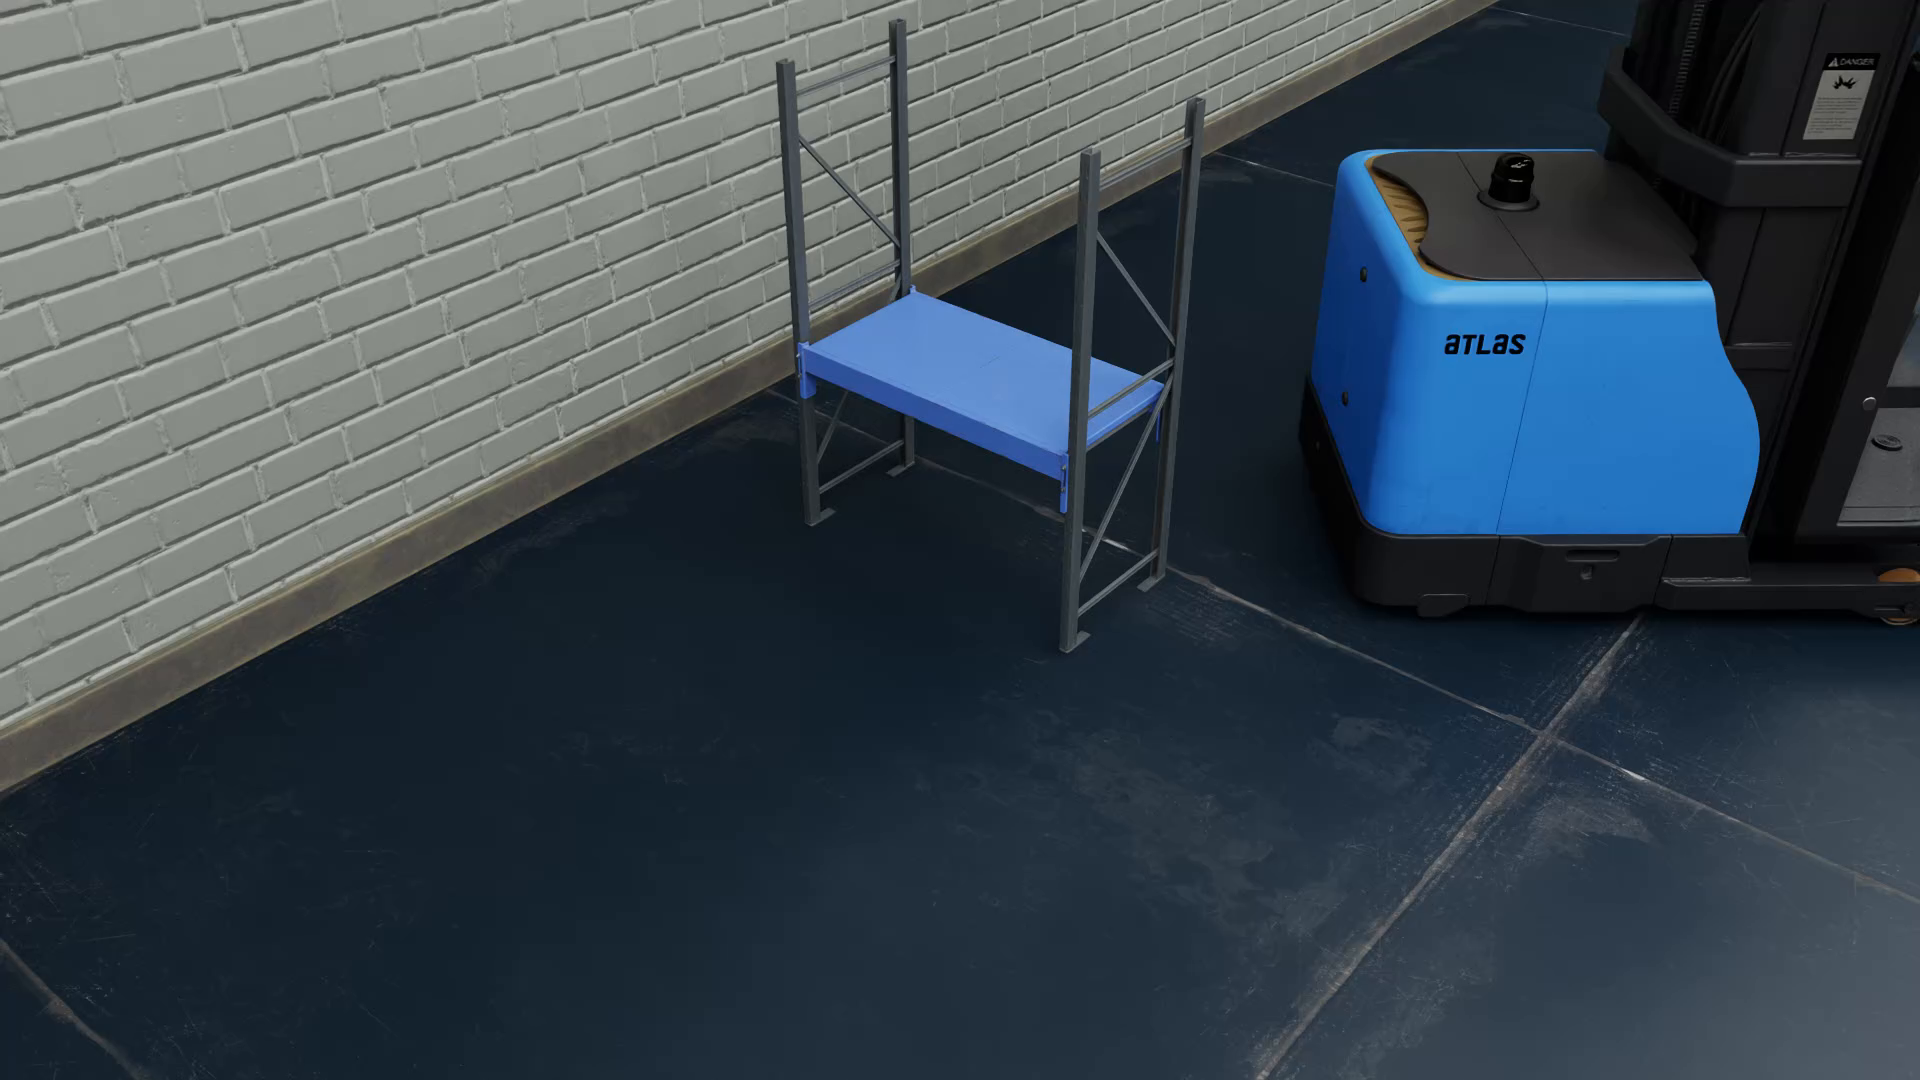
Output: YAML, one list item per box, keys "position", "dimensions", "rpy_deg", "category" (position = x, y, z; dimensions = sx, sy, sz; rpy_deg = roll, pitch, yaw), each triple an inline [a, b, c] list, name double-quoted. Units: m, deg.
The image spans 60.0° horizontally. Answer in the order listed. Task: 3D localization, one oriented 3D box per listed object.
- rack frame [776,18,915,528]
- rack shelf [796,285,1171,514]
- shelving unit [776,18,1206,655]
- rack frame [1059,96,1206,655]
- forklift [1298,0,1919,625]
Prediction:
- position: [-0.325, -0.771, 5.049]
  dimensions: [0.032, 1.500, 0.500]
  rpy_deg: [25, 42, 32]
  category: "rack frame"
- position: [0.066, -0.439, 4.882]
  dimensions: [1.000, 0.185, 0.538]
  rpy_deg: [25, 42, 32]
  category: "rack shelf"
- position: [0.066, -0.587, 4.780]
  dimensions: [1.048, 1.500, 0.538]
  rpy_deg: [25, 42, 32]
  category: "shelving unit"
- position: [0.456, -0.403, 4.512]
  dimensions: [0.032, 1.500, 0.500]
  rpy_deg: [25, 42, 32]
  category: "rack frame"
- position: [2.662, -1.260, 4.496]
  dimensions: [3.031, 2.935, 1.130]
  rpy_deg: [0, 34, 0]
  category: "forklift"
